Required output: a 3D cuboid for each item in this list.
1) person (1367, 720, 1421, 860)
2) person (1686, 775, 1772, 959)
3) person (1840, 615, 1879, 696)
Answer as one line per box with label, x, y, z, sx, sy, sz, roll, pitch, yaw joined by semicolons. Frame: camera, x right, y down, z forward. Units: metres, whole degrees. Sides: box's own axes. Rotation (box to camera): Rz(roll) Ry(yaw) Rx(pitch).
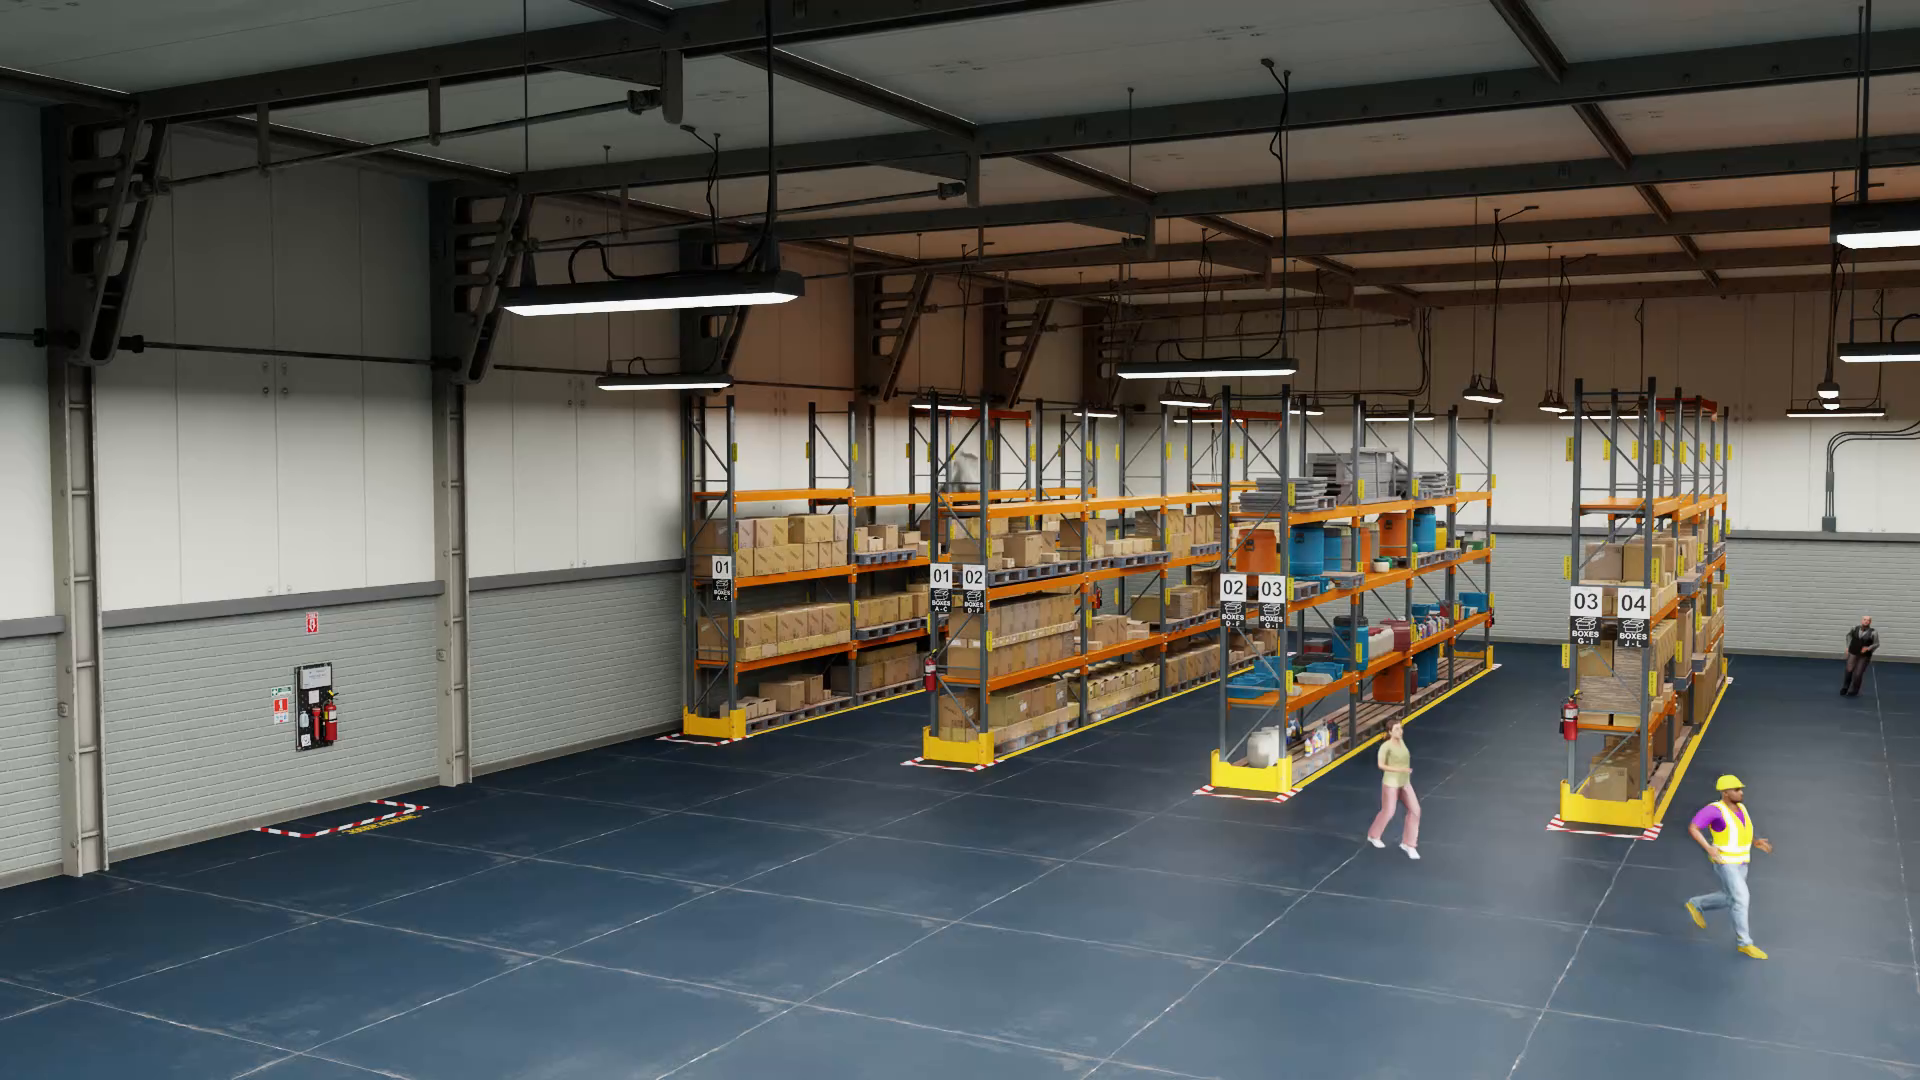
person;5.398;3.085;20.717;0.580;1.714;0.773;-2;3;-30
person;7.726;3.247;16.765;0.699;1.765;0.924;-2;4;-34
person;18.393;2.377;33.994;0.699;1.683;0.651;2;4;37
